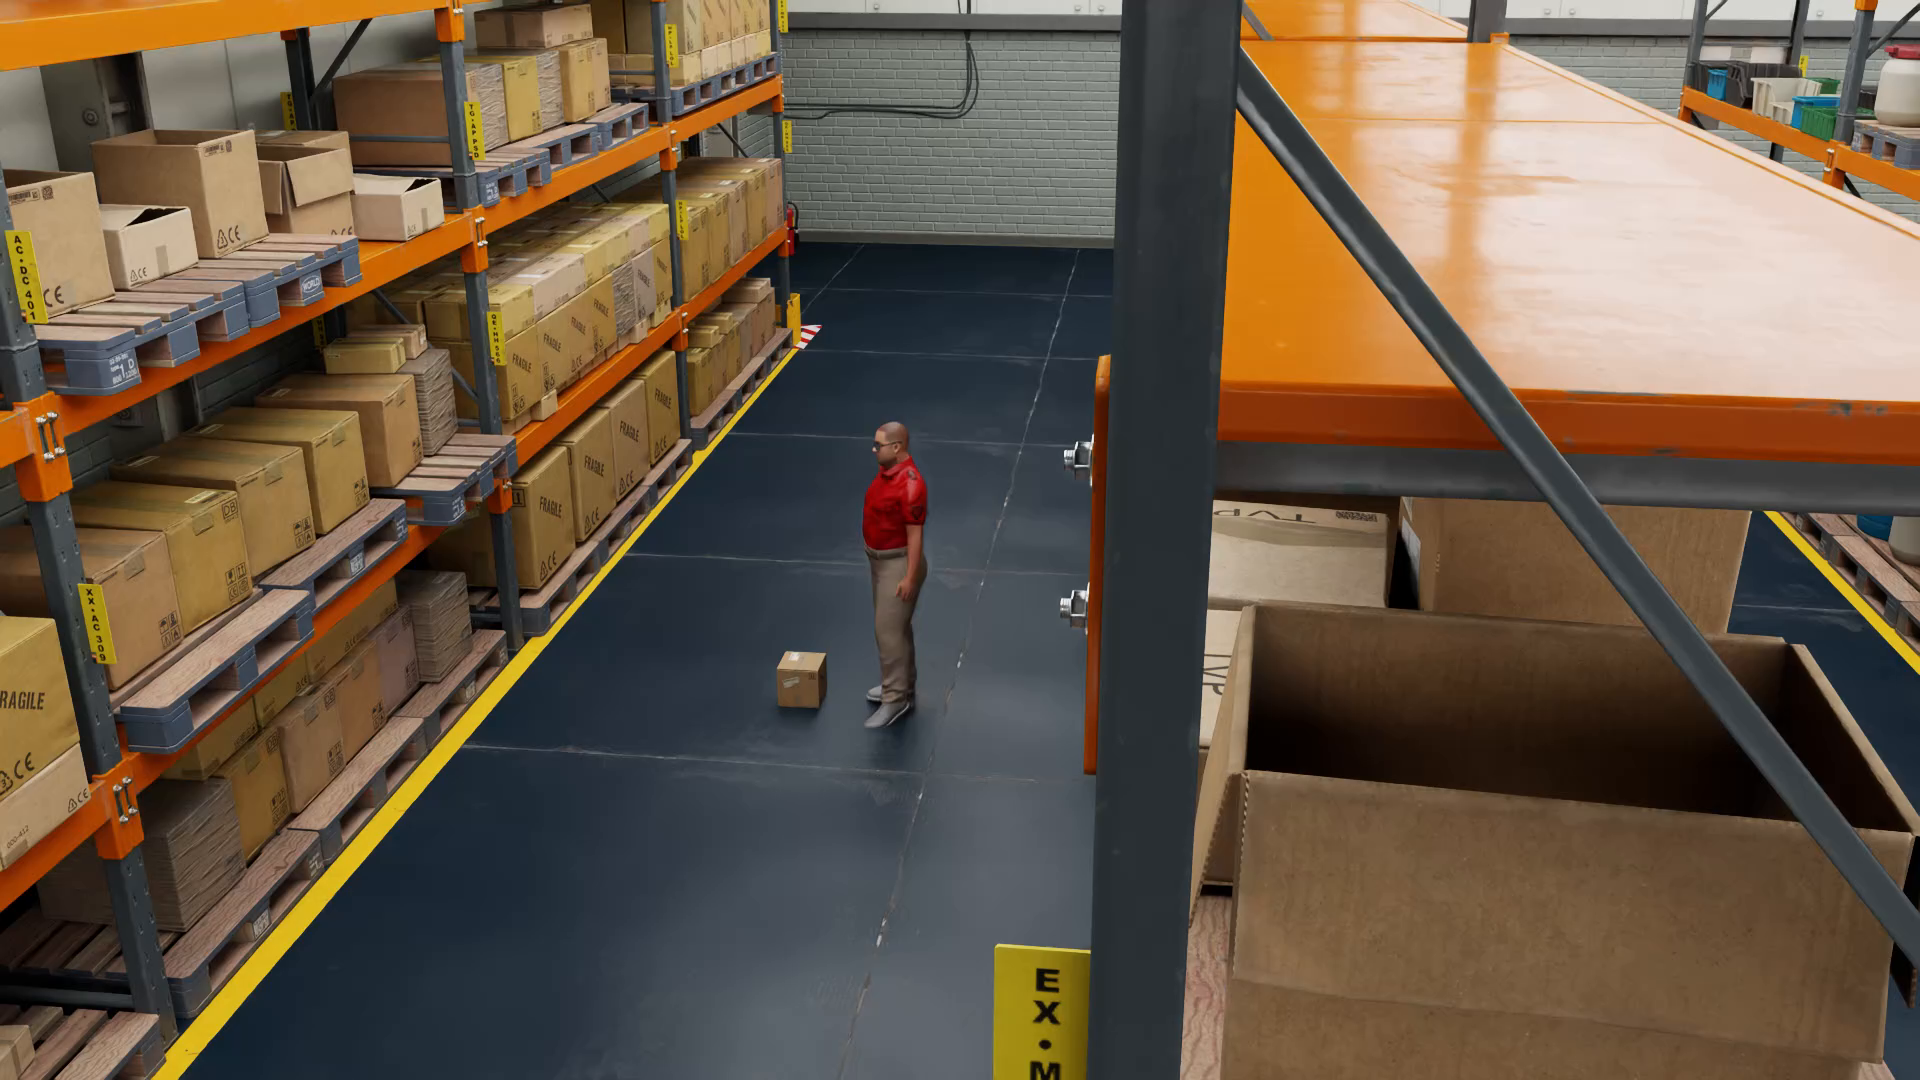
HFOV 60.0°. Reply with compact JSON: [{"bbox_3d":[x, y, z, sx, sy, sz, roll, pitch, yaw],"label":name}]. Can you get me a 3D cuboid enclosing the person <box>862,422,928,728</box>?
[{"bbox_3d":[-0.429,0.183,9.667,0.466,1.772,0.586,-7,22,-18],"label":"person"}]
